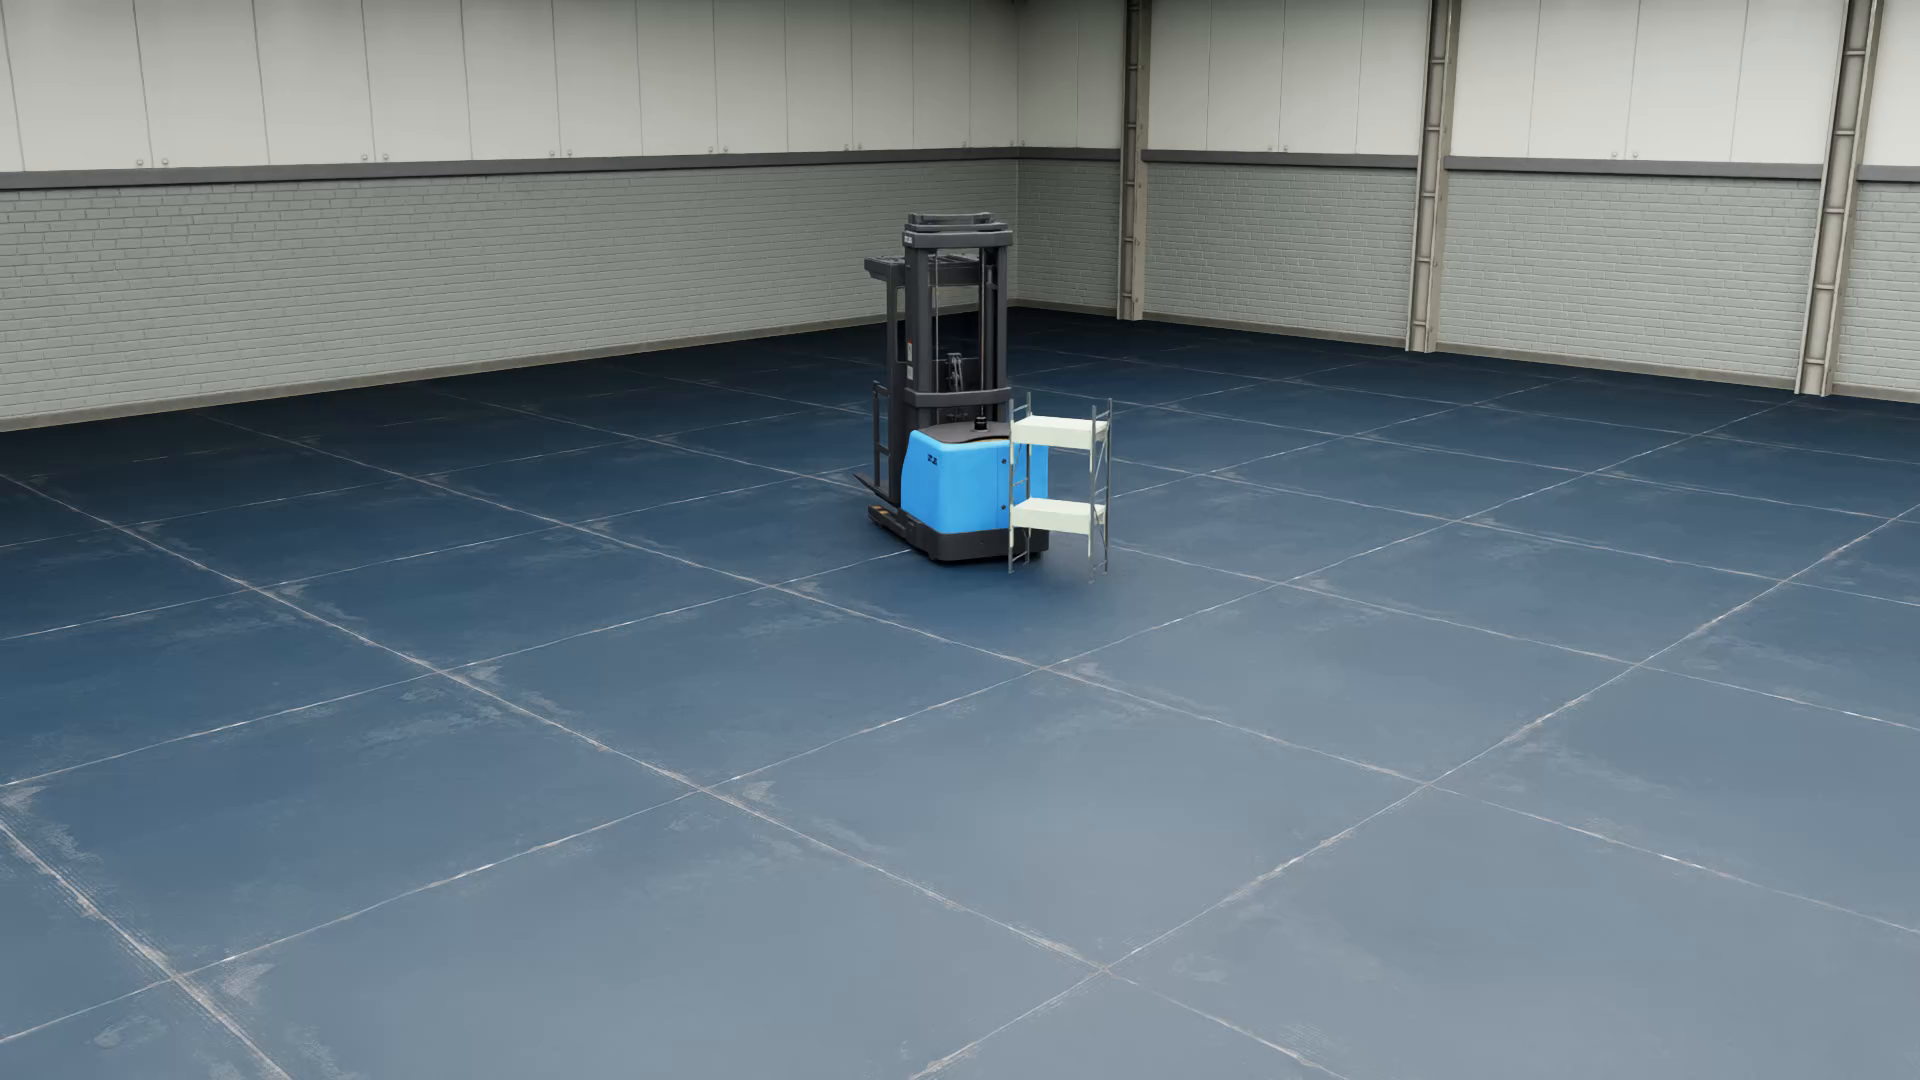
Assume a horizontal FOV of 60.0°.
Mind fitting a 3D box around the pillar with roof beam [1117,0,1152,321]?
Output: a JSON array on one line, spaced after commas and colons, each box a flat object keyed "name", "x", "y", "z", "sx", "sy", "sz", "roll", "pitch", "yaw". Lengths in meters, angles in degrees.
[{"name": "pillar with roof beam", "x": 0.190, "y": -7.702, "z": 26.962, "sx": 0.400, "sy": 9.000, "sz": 9.100, "roll": 14, "pitch": 20, "yaw": 42}]

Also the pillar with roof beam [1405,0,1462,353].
[{"name": "pillar with roof beam", "x": 4.509, "y": -6.652, "z": 22.932, "sx": 0.400, "sy": 9.000, "sz": 9.100, "roll": 14, "pitch": 20, "yaw": 42}]

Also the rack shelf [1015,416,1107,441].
[{"name": "rack shelf", "x": 0.836, "y": -0.915, "z": 13.846, "sx": 0.686, "sy": 0.124, "sz": 0.368, "roll": 7, "pitch": 16, "yaw": 24}]

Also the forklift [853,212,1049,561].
[{"name": "forklift", "x": -0.228, "y": -1.565, "z": 15.442, "sx": 1.130, "sy": 2.935, "sz": 3.031, "roll": -6, "pitch": 16, "yaw": -21}]

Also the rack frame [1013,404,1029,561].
[{"name": "rack frame", "x": 0.505, "y": -0.482, "z": 14.121, "sx": 0.010, "sy": 1.308, "sz": 0.380, "roll": 7, "pitch": 16, "yaw": 24}]

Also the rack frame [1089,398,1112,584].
[{"name": "rack frame", "x": 1.167, "y": -0.404, "z": 13.819, "sx": 0.023, "sy": 1.500, "sz": 0.400, "roll": 7, "pitch": 16, "yaw": 24}]

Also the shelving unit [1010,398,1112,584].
[{"name": "shelving unit", "x": 0.840, "y": -0.443, "z": 13.970, "sx": 0.748, "sy": 1.500, "sz": 0.431, "roll": 7, "pitch": 16, "yaw": 24}]

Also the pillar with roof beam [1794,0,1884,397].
[{"name": "pillar with roof beam", "x": 8.828, "y": -5.602, "z": 18.902, "sx": 0.400, "sy": 9.000, "sz": 9.100, "roll": 14, "pitch": 20, "yaw": 42}]

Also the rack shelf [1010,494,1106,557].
[{"name": "rack shelf", "x": 0.837, "y": -0.128, "z": 14.055, "sx": 0.720, "sy": 0.370, "sz": 0.431, "roll": 7, "pitch": 16, "yaw": 24}]
